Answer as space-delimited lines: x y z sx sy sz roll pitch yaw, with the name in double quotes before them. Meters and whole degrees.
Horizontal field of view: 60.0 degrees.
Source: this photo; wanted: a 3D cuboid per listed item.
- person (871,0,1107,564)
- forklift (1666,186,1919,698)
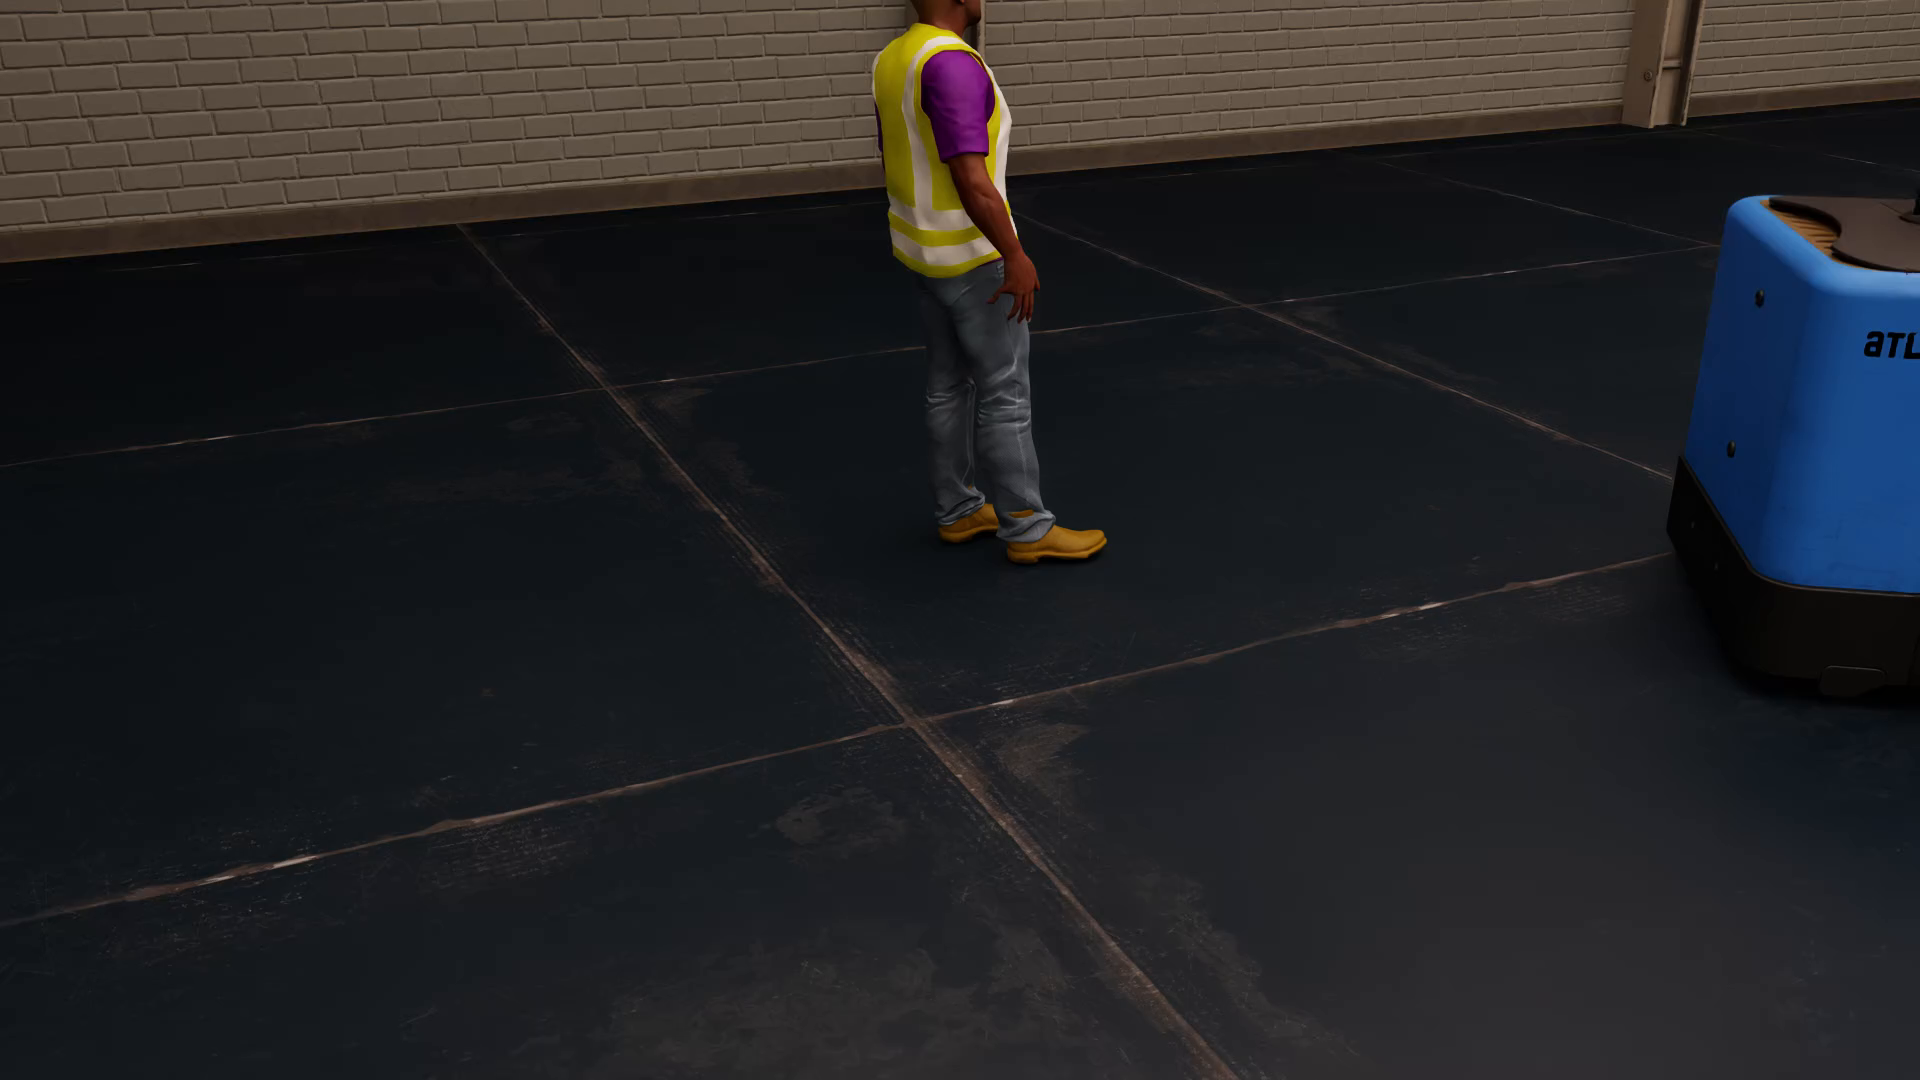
"person" 0.065 -0.831 4.787 0.577 1.765 0.665 -10 25 -23
"forklift" 3.523 -1.043 3.798 3.031 2.935 1.130 4 23 10
